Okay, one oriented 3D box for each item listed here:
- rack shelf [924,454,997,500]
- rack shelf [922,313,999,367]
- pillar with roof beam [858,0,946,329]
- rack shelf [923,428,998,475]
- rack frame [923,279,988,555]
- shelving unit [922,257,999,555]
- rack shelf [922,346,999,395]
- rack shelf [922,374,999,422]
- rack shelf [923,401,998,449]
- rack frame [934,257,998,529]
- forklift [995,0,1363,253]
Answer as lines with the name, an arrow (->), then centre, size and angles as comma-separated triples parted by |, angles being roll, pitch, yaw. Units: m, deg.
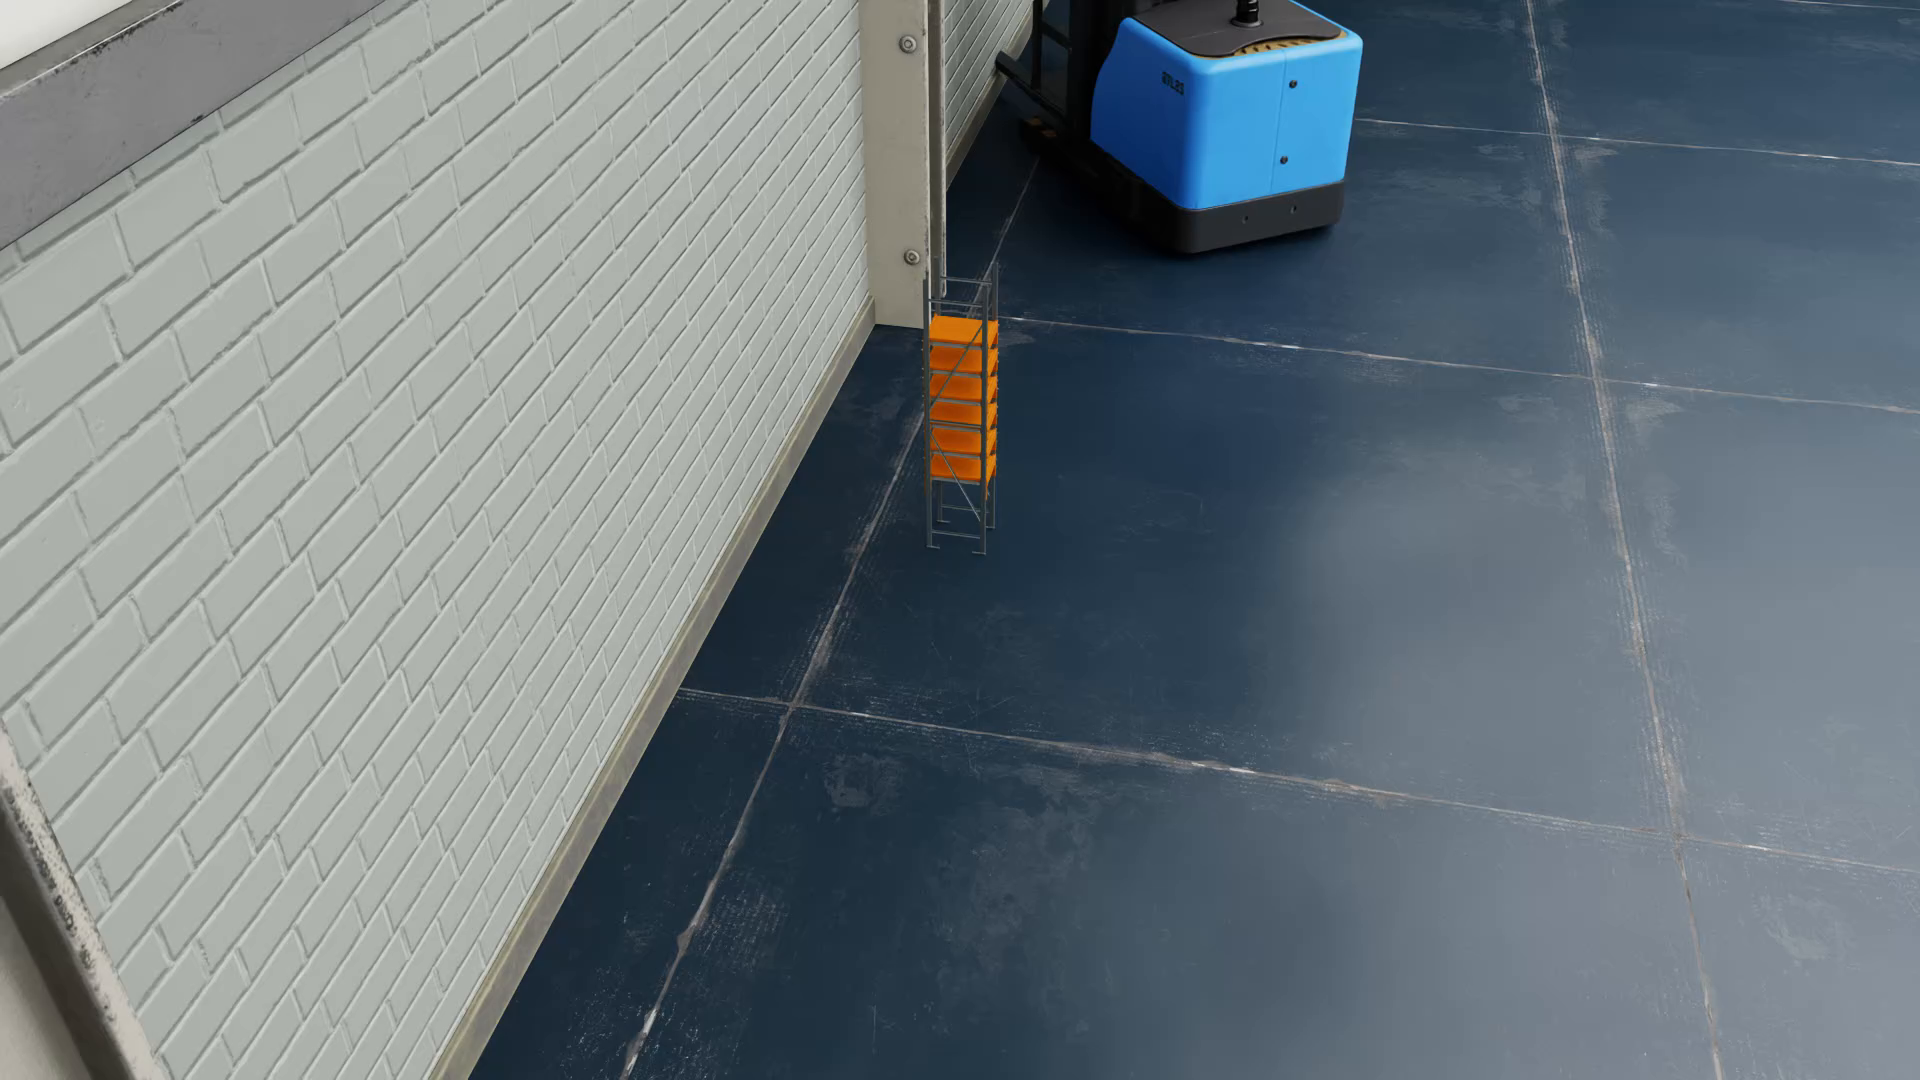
rack shelf -> 0.003, -0.264, 6.576 | 0.258, 0.103, 0.180 | 7, 37, 10
rack shelf -> 0.003, -0.750, 6.224 | 0.258, 0.103, 0.180 | 7, 37, 10
pillar with roof beam -> 3.944, -4.275, 4.980 | 9.100, 9.000, 0.400 | 7, 37, 10
rack shelf -> 0.003, -0.361, 6.506 | 0.258, 0.103, 0.180 | 7, 37, 10
rack frame -> -0.016, -0.442, 6.337 | 0.240, 1.200, 0.006 | 7, 37, 10
shelving unit -> 0.003, -0.494, 6.409 | 0.258, 1.200, 0.189 | 7, 37, 10
rack shelf -> 0.003, -0.652, 6.295 | 0.258, 0.103, 0.180 | 7, 37, 10
rack shelf -> 0.003, -0.555, 6.365 | 0.258, 0.103, 0.180 | 7, 37, 10
rack shelf -> 0.003, -0.458, 6.435 | 0.258, 0.103, 0.180 | 7, 37, 10
rack frame -> 0.023, -0.547, 6.482 | 0.240, 1.200, 0.006 | 7, 37, 10
forklift -> 1.008, -3.545, 9.143 | 1.130, 2.935, 3.031 | -15, 38, -19
